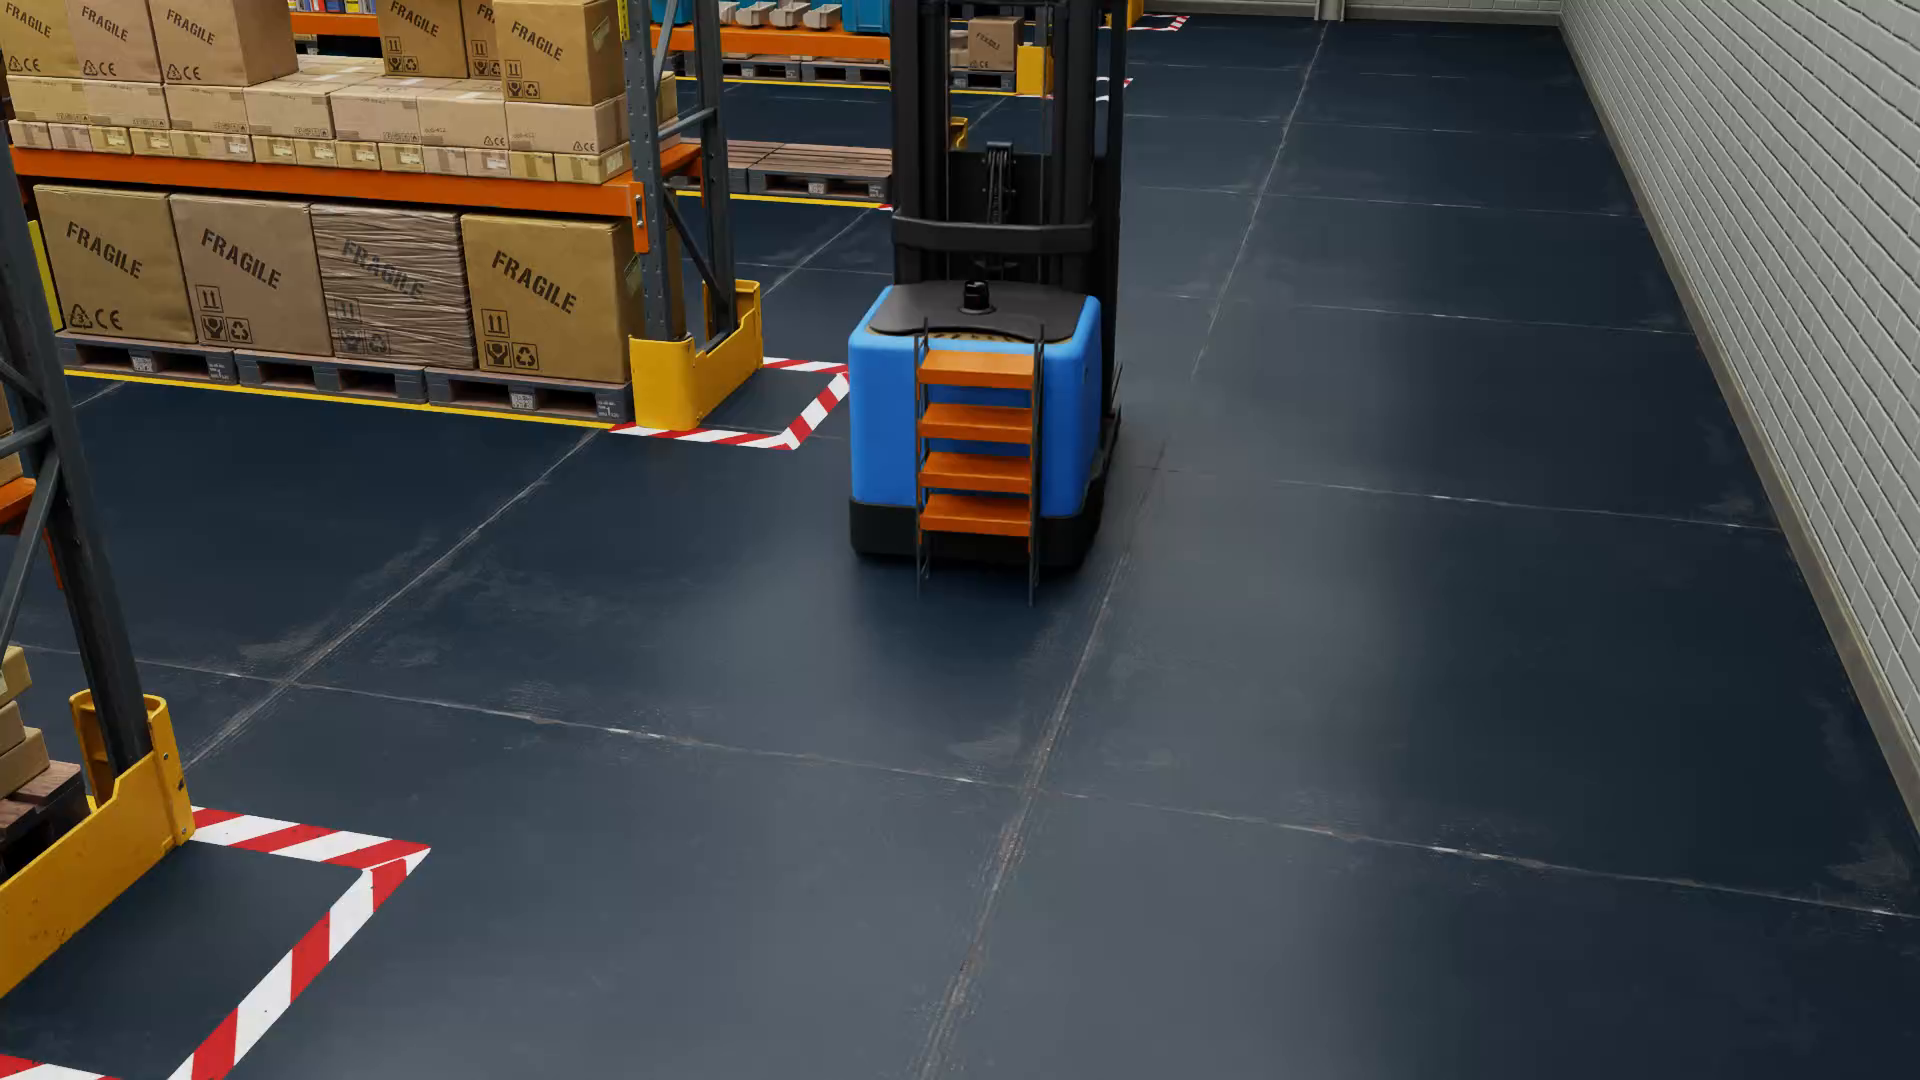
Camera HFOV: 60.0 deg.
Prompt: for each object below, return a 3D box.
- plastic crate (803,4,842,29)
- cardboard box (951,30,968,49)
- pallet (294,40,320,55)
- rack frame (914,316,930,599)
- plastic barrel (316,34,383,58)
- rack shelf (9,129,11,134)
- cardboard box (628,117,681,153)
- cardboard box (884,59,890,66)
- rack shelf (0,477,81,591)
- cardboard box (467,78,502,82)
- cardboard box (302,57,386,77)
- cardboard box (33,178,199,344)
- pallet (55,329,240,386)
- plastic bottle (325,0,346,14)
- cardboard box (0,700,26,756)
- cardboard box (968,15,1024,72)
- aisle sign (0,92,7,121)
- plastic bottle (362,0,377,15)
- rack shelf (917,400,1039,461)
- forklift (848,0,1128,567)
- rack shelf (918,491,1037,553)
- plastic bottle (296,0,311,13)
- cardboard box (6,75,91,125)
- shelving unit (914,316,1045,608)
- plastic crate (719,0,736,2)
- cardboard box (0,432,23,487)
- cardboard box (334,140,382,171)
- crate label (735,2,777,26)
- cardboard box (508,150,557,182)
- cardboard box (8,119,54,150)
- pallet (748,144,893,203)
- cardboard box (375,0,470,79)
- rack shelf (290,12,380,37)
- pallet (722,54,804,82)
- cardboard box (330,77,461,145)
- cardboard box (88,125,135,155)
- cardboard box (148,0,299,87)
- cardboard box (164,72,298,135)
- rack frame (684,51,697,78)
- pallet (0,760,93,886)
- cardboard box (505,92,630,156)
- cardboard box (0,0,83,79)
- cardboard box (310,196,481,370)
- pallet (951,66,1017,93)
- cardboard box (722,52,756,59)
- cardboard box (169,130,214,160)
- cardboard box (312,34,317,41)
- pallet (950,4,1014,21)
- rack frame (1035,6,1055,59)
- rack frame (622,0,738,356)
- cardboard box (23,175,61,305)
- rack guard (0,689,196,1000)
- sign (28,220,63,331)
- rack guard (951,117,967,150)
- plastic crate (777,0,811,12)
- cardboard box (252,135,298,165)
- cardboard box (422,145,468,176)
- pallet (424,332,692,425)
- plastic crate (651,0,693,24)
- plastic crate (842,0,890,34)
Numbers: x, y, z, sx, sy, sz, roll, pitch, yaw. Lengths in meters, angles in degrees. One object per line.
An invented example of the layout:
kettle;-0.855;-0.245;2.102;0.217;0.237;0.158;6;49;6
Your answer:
plastic crate;-1.096;-4.181;13.278;0.243;0.136;0.396;6;26;13
cardboard box;0.036;-5.509;18.519;0.500;0.250;0.500;6;26;13
pallet;-7.559;-6.024;20.158;1.213;0.211;1.003;6;26;13
rack frame;-0.160;-0.336;7.061;0.015;1.200;0.240;4;26;8
plastic barrel;-5.344;-4.072;14.766;0.708;0.901;0.600;6;26;13
rack shelf;-7.306;-2.516;10.382;4.000;0.370;1.077;6;26;13
cardboard box;-1.756;-2.261;9.301;0.250;0.149;0.380;7;26;14
cardboard box;-0.525;-5.349;18.183;0.500;0.250;0.500;6;26;13
rack shelf;-4.765;-0.034;5.168;4.000;0.370;1.077;6;26;13
cardboard box;-2.398;-2.482;9.302;0.500;0.250;0.500;6;26;12
cardboard box;-3.390;-2.591;9.531;0.500;0.250;0.500;6;26;12
cardboard box;-4.750;-1.753;9.926;0.875;0.875;0.875;6;26;13
pallet;-4.652;-1.254;10.138;1.213;0.211;1.003;6;26;13
plastic bottle;-5.286;-4.649;14.082;0.185;0.351;0.144;6;26;13
cardboard box;-3.271;0.656;5.365;0.250;0.149;0.380;7;26;15
cardboard box;0.388;-5.348;17.890;0.500;0.500;0.500;6;26;13
aisle sign;-2.683;-1.435;4.251;0.004;0.787;0.394;6;26;13
plastic bottle;-4.951;-4.580;14.024;0.135;0.276;0.152;6;26;13
rack shelf;0.081;-0.461;6.958;0.480;0.148;0.258;4;26;8
forklift;0.261;-1.811;8.145;1.130;2.935;3.031;4;26;9
rack shelf;0.081;-0.080;7.140;0.480;0.148;0.258;4;26;8
plastic bottle;-5.570;-4.648;14.167;0.135;0.276;0.152;6;26;13
cardboard box;-4.979;-2.534;9.412;0.500;0.250;0.500;6;26;12
shelving unit;0.081;-0.320;7.025;0.503;1.200;0.258;4;26;8
plastic crate;-1.984;-4.549;13.940;0.300;0.233;0.416;6;26;13
cardboard box;-3.060;-0.202;4.977;0.250;0.149;0.380;6;26;13
cardboard box;-3.163;-2.122;9.011;0.250;0.149;0.380;6;26;13
crate label;-1.649;-4.237;13.397;0.243;0.136;0.396;6;26;13
cardboard box;-2.174;-2.013;8.782;0.250;0.149;0.380;7;26;14
cardboard box;-5.165;-2.343;9.475;0.250;0.149;0.380;6;26;13
pallet;-1.050;-3.106;14.028;1.213;0.211;1.003;6;26;13
cardboard box;-2.880;-2.874;9.253;0.500;0.500;0.500;6;26;12
rack shelf;-6.072;-4.578;14.713;4.000;0.370;1.077;6;26;13
pallet;-2.233;-5.417;18.884;1.213;0.211;1.003;6;26;13
cardboard box;-3.014;-2.315;8.952;0.500;0.250;0.500;5;26;11
cardboard box;-4.655;-2.287;9.357;0.250;0.149;0.380;7;26;15
cardboard box;-3.989;-2.765;9.023;0.500;0.500;0.500;5;26;11
cardboard box;-3.995;-2.426;9.184;0.500;0.250;0.500;7;26;14
rack frame;-2.898;-6.751;18.440;0.127;3.000;1.000;6;26;13
pallet;-3.680;1.005;5.394;1.213;0.211;1.003;6;26;13
cardboard box;-2.030;-2.207;8.724;0.500;0.250;0.500;6;26;12
cardboard box;-4.969;-2.874;9.254;0.500;0.500;0.500;6;26;13
cardboard box;-3.016;-1.561;9.524;0.875;0.875;0.875;6;26;13
pallet;0.130;-5.156;18.335;1.213;0.211;1.003;6;26;13
cardboard box;-2.545;-5.600;18.639;0.500;0.311;0.500;6;26;13
cardboard box;-4.153;-2.232;9.242;0.250;0.149;0.380;6;26;12
cardboard box;-7.342;-6.082;19.745;0.500;0.250;0.500;7;26;14
pallet;0.234;-7.310;22.860;1.213;0.211;1.003;6;26;13
rack frame;0.976;-6.322;17.540;0.127;3.000;1.000;6;26;13
rack frame;-1.495;-2.199;8.878;0.127;3.000;1.000;6;26;13
cardboard box;-5.994;-1.917;10.271;0.875;0.875;1.225;6;26;13
rack guard;-2.902;0.976;5.118;0.348;0.500;1.175;6;26;13
sign;-2.693;-0.761;4.852;0.005;0.325;0.100;6;26;13
rack guard;-0.235;-3.135;13.753;0.348;0.500;1.175;6;26;13
plastic crate;-1.365;-4.474;13.894;0.298;0.136;0.250;6;26;13
cardboard box;-3.655;-2.177;9.125;0.250;0.149;0.380;6;26;11
cardboard box;-2.659;-2.068;8.896;0.250;0.149;0.380;7;26;14
pallet;-2.289;-0.993;9.589;1.213;0.211;1.003;6;26;13
plastic crate;-2.314;-4.325;13.470;0.300;0.233;0.416;6;26;13
plastic crate;-0.632;-4.262;13.101;0.499;0.435;0.616;6;26;13
